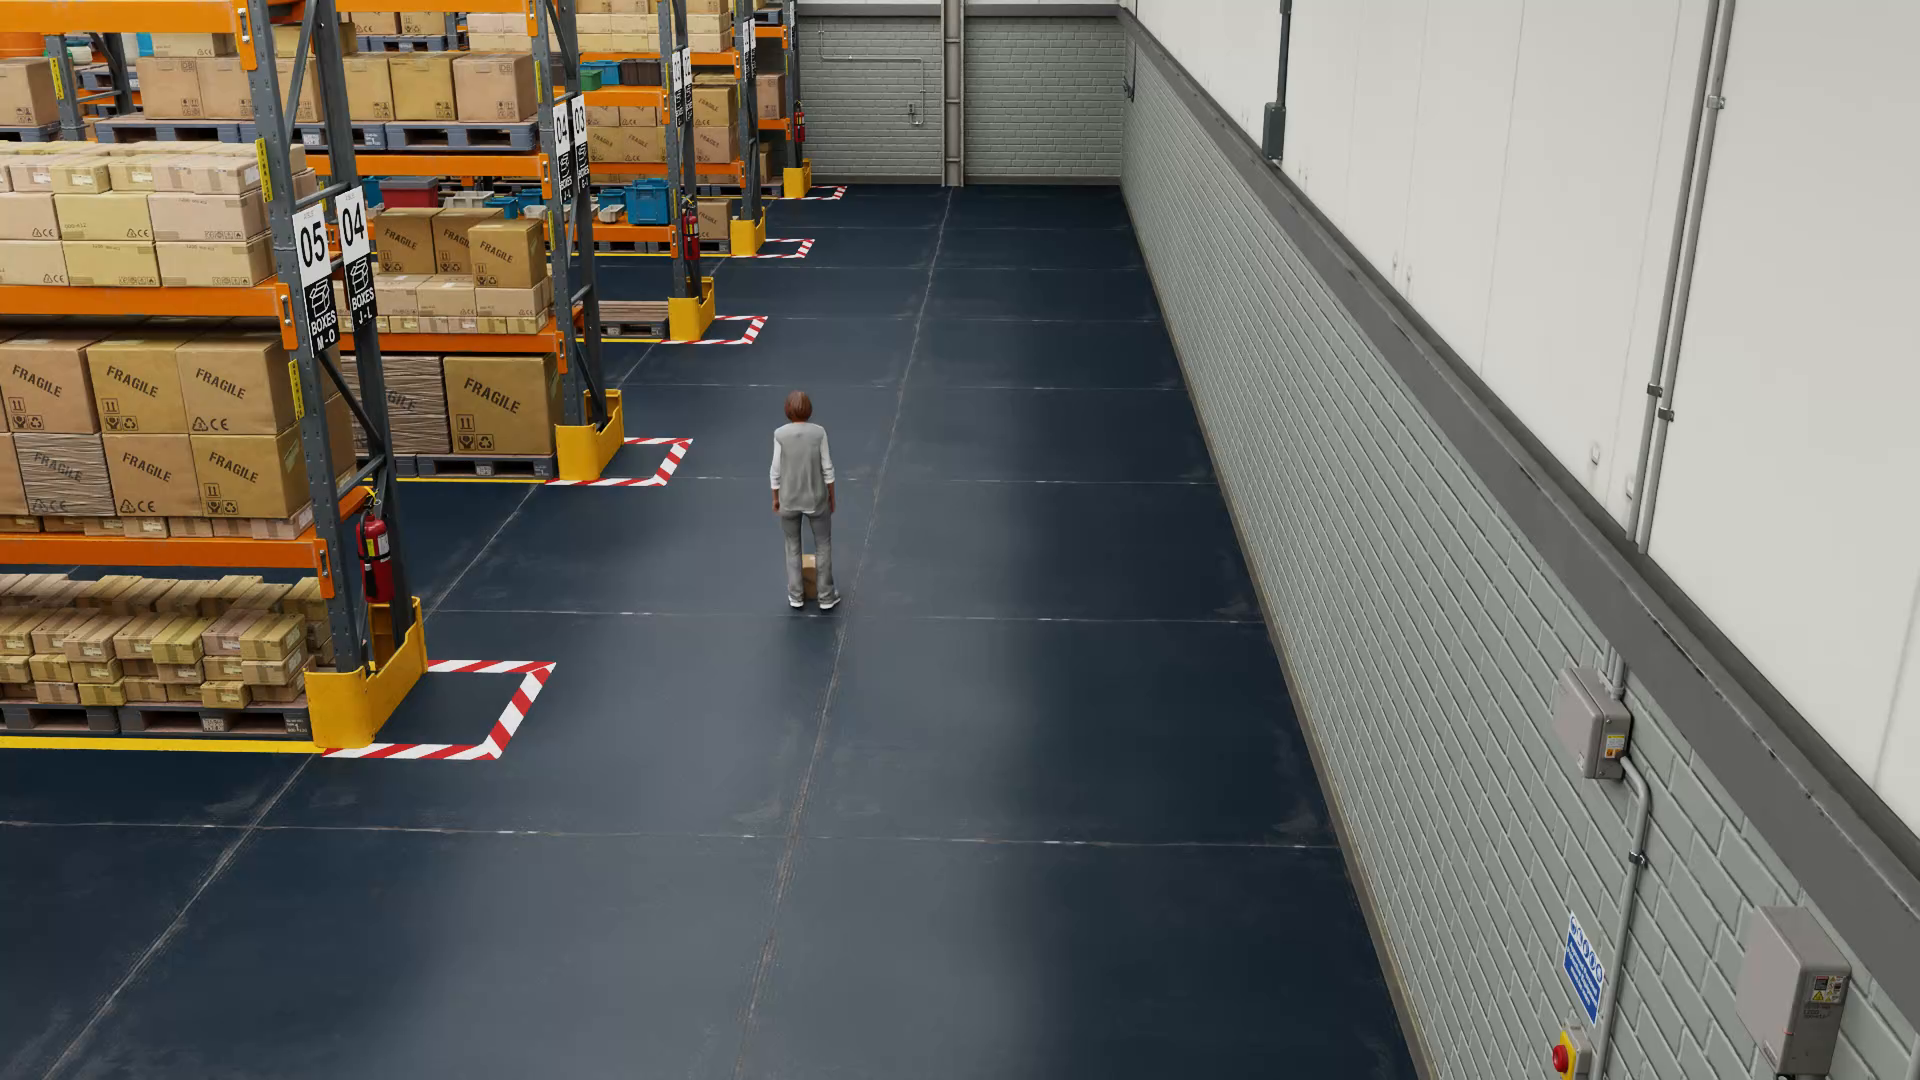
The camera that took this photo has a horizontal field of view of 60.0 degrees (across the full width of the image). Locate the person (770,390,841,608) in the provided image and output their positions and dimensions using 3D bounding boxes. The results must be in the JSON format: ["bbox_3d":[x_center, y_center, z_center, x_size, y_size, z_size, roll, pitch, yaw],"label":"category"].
[{"bbox_3d":[-1.106,-0.273,11.809,0.467,1.590,0.376,0,21,0],"label":"person"}]
